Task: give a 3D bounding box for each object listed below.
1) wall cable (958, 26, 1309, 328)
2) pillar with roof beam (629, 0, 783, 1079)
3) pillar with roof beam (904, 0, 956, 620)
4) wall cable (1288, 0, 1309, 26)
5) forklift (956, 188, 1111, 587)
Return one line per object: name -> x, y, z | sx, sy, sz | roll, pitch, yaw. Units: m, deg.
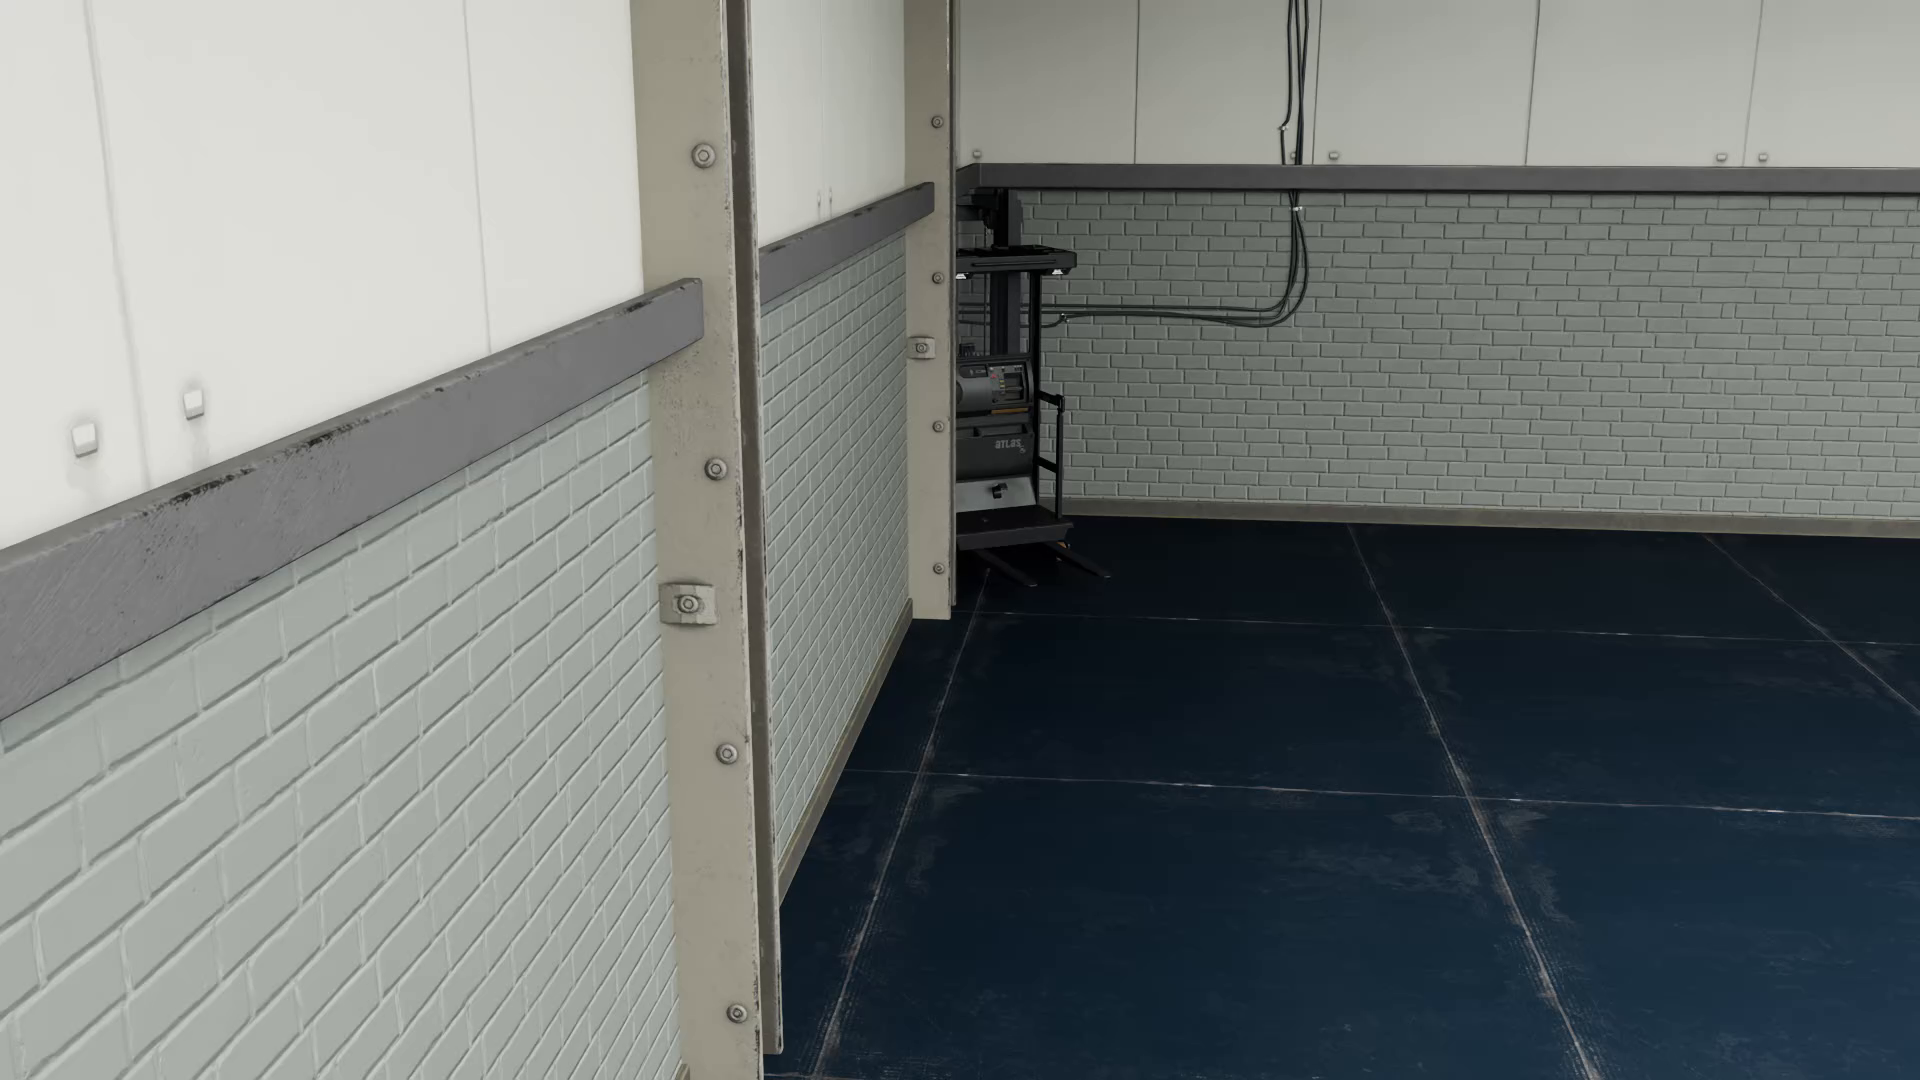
wall cable -> 1.442, -3.051, 14.154 | 3.097, 2.526, 0.112 | 2, 15, 6
pillar with roof beam -> 3.396, -2.142, 4.843 | 9.100, 9.000, 0.400 | 2, 15, 6
pillar with roof beam -> 4.073, -3.698, 10.598 | 9.100, 9.000, 0.400 | 2, 15, 6
wall cable -> 4.130, -5.409, 13.200 | 3.097, 2.526, 0.112 | 2, 15, 6
forklift -> 0.237, -1.264, 13.220 | 1.130, 2.935, 3.031 | -6, 16, -22
